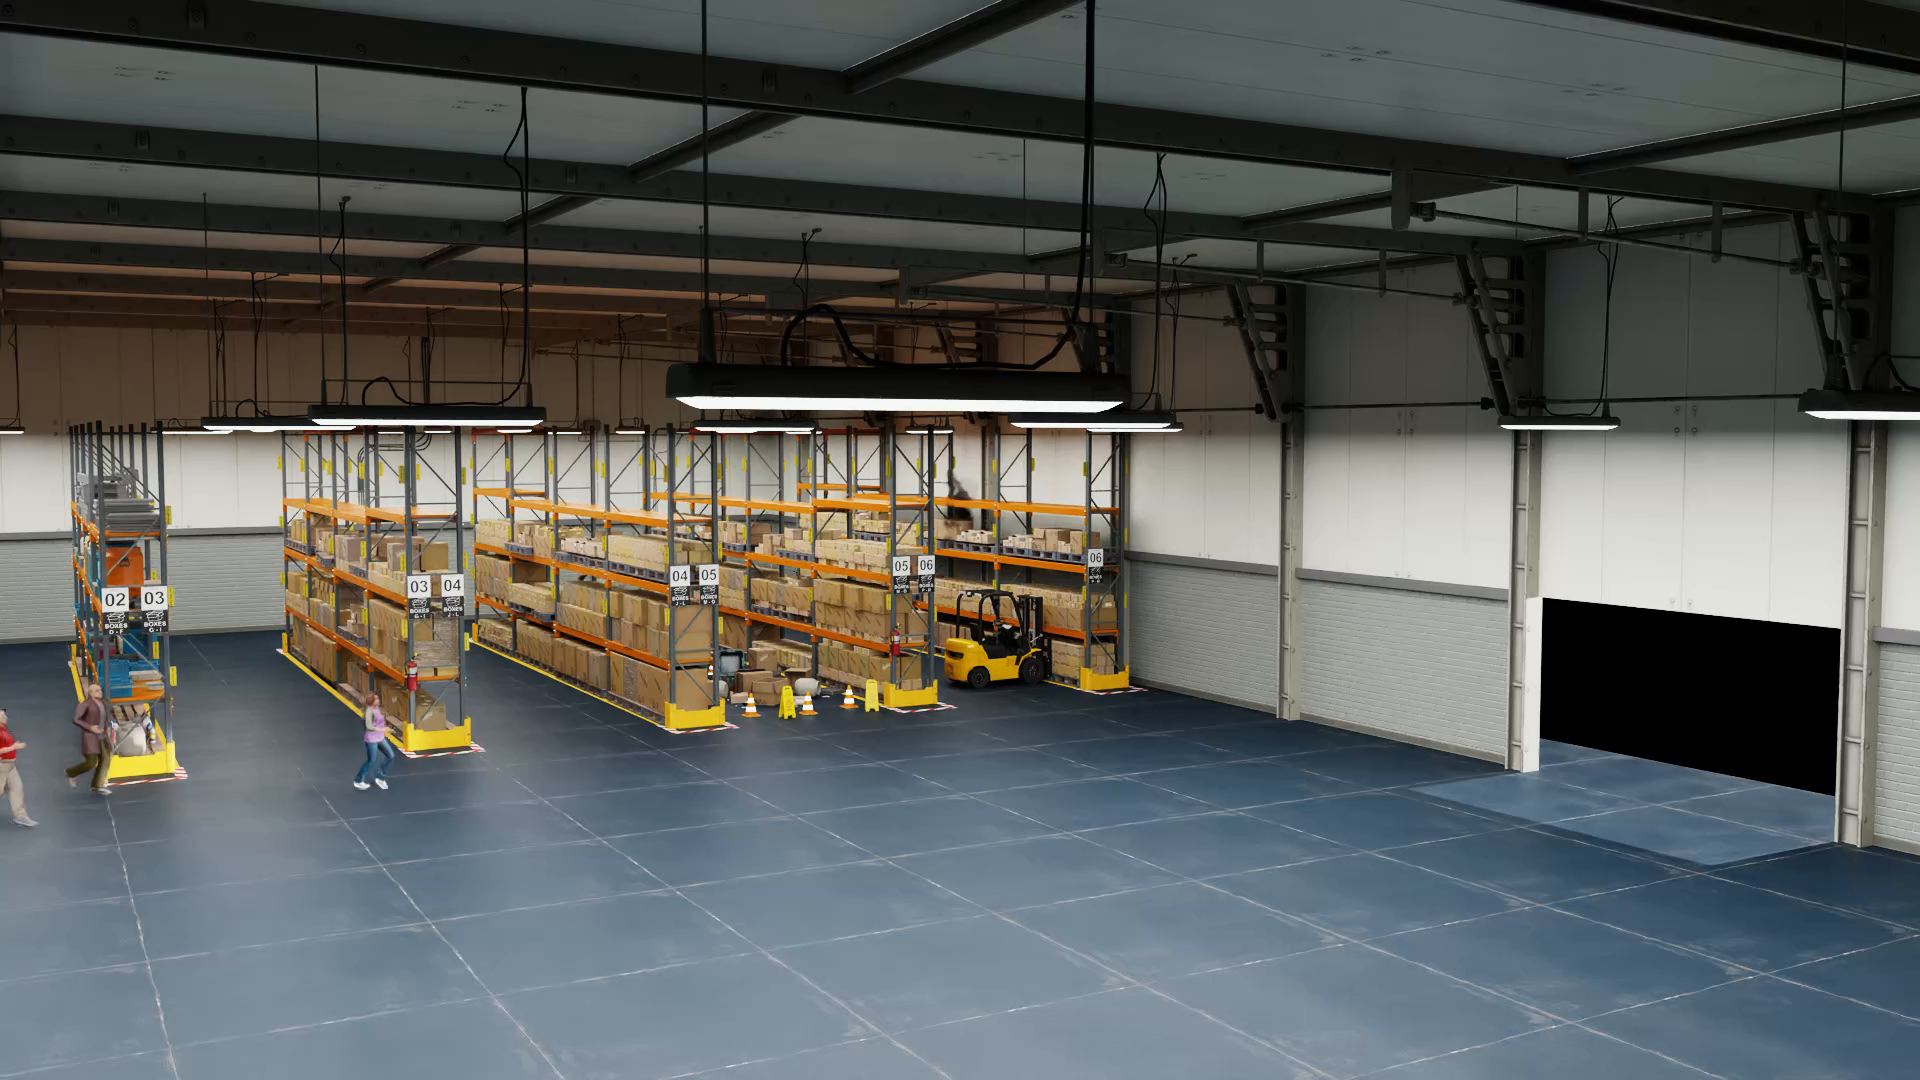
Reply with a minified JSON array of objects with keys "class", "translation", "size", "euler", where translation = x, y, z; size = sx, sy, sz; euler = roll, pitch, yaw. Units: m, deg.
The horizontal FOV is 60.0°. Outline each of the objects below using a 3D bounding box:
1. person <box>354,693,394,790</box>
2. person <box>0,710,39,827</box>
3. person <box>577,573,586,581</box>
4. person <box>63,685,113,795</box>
[{"class":"person","translation":[-9.492,3.269,26.939],"size":[0.665,1.609,0.543],"euler":[0,4,4]},{"class":"person","translation":[-13.959,3.343,24.209],"size":[0.898,1.752,0.653],"euler":[-1,4,-11]},{"class":"person","translation":[-11.273,1.779,49.479],"size":[0.941,1.763,0.696],"euler":[-3,4,-37]},{"class":"person","translation":[-13.988,3.202,26.803],"size":[0.817,1.755,0.728],"euler":[1,4,16]}]
